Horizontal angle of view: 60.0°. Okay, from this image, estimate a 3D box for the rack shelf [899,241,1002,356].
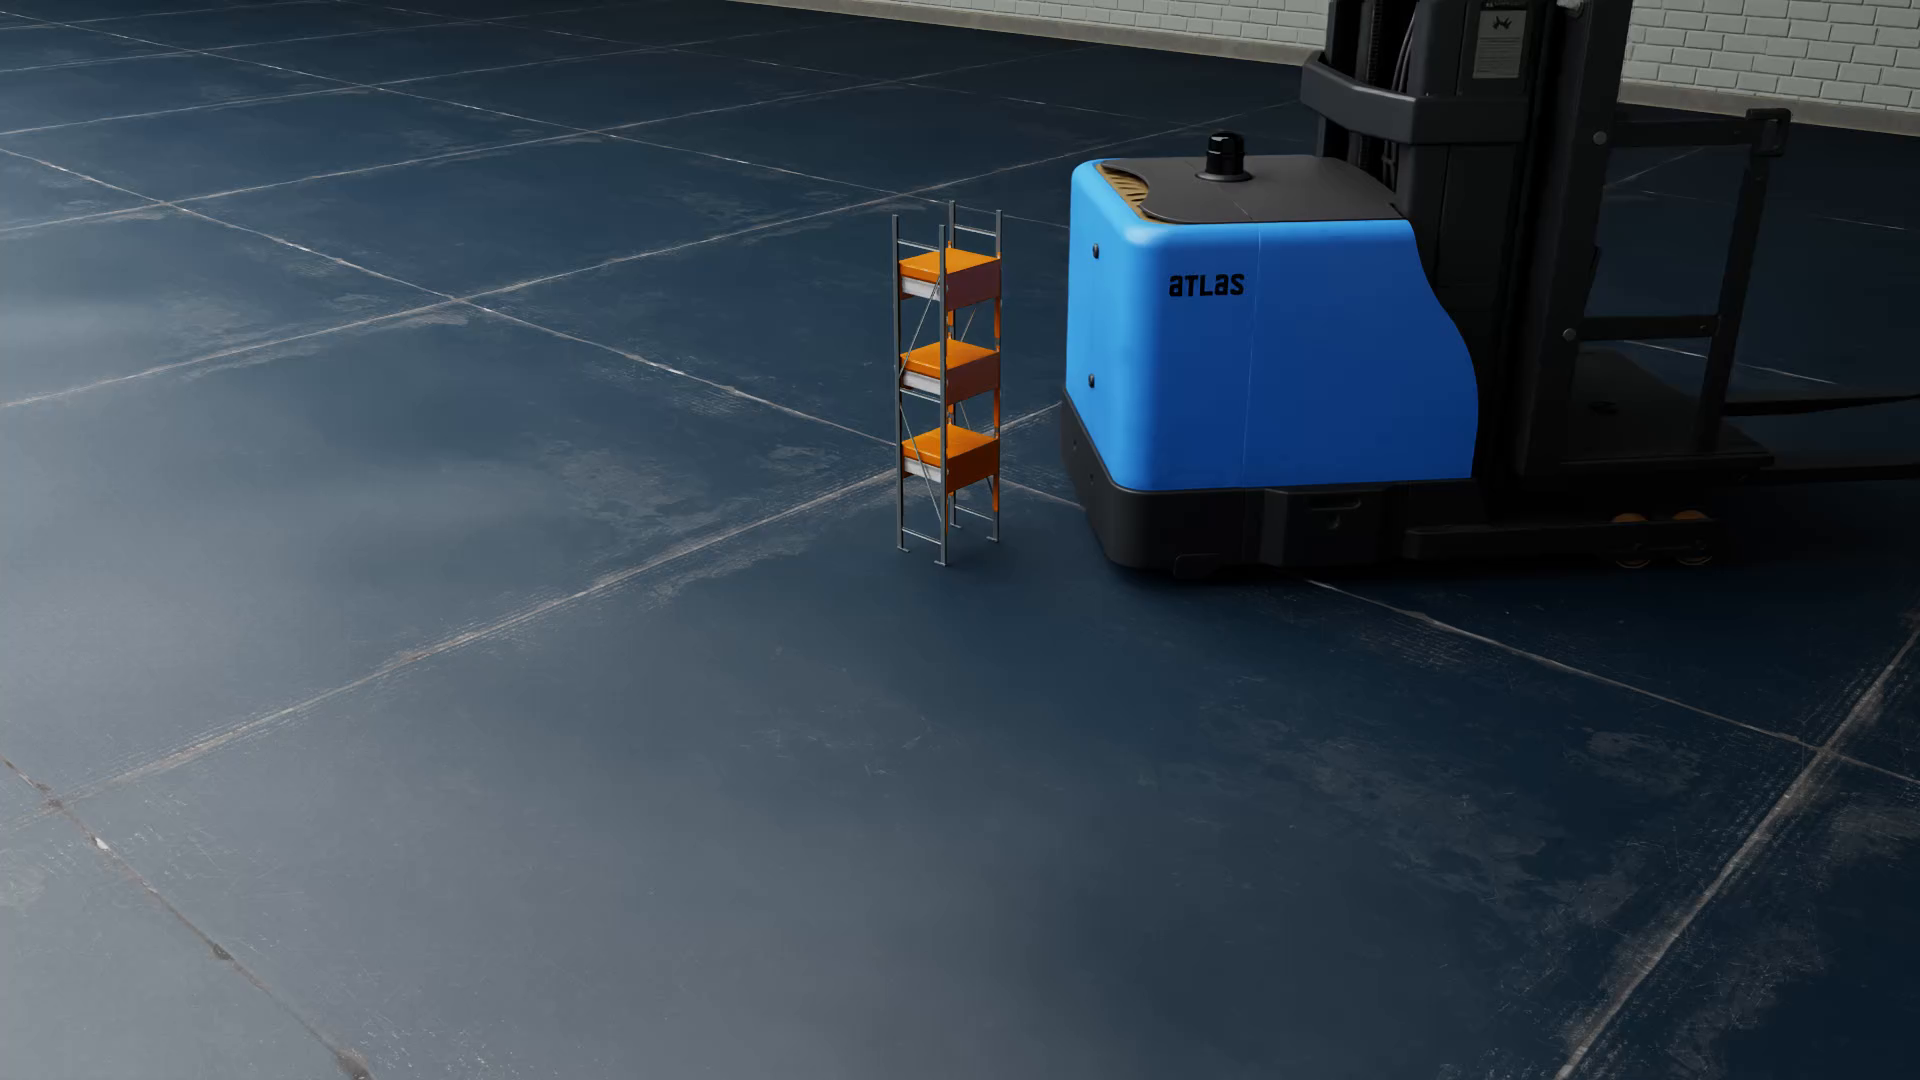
[{"bbox_3d":[-0.036,-0.712,4.887,0.215,0.259,0.240,20,31,38],"label":"rack shelf"}]

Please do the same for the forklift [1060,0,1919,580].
[{"bbox_3d":[1.898,-1.463,4.931,3.031,2.935,1.130,-3,24,-6],"label":"forklift"}]

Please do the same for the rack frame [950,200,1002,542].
[{"bbox_3d":[0.046,-0.500,5.082,0.200,1.050,0.008,20,31,38],"label":"rack frame"}]

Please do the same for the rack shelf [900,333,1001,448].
[{"bbox_3d":[-0.036,-0.453,5.003,0.215,0.259,0.240,20,31,38],"label":"rack shelf"}]

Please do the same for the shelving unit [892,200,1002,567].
[{"bbox_3d":[-0.036,-0.463,4.999,0.215,1.050,0.252,20,31,38],"label":"shelving unit"}]

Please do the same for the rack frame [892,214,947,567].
[{"bbox_3d":[-0.117,-0.426,4.916,0.200,1.050,0.008,20,31,38],"label":"rack frame"}]

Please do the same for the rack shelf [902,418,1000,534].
[{"bbox_3d":[-0.036,-0.199,5.117,0.215,0.259,0.240,20,31,38],"label":"rack shelf"}]
